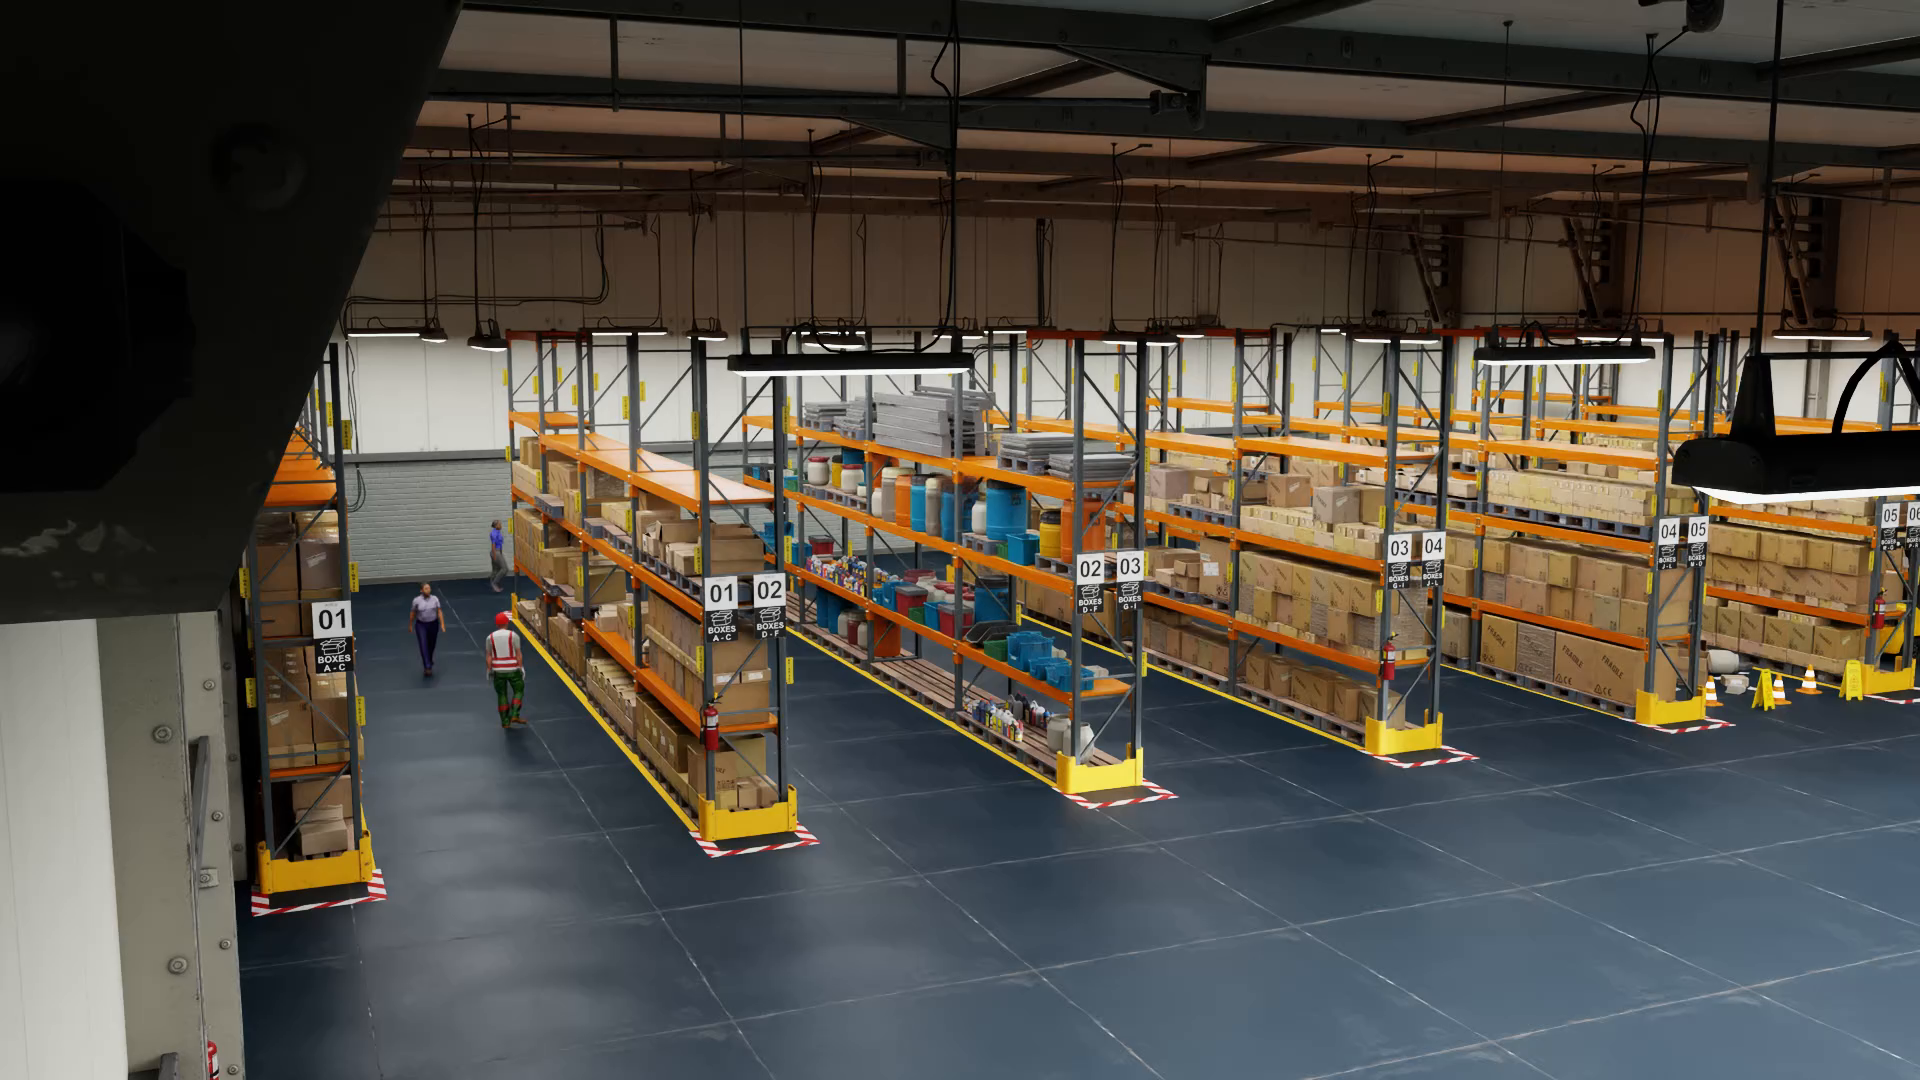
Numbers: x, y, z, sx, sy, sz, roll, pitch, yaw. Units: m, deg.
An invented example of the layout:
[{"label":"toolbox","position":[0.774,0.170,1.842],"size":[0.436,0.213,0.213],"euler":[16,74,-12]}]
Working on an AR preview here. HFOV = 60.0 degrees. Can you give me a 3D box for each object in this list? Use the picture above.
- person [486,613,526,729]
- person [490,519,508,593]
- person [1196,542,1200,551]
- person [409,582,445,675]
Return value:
[{"label":"person","position":[-6.936,2.004,25.383],"size":[0.582,1.779,0.546],"euler":[-1,8,-8]},{"label":"person","position":[-10.515,0.363,37.849],"size":[0.410,1.675,0.466],"euler":[-3,8,-20]},{"label":"person","position":[6.546,-0.488,43.749],"size":[0.607,1.715,1.076],"euler":[-2,8,-14]},{"label":"person","position":[-9.436,1.530,29.439],"size":[0.547,1.583,1.052],"euler":[-5,9,-31]}]
